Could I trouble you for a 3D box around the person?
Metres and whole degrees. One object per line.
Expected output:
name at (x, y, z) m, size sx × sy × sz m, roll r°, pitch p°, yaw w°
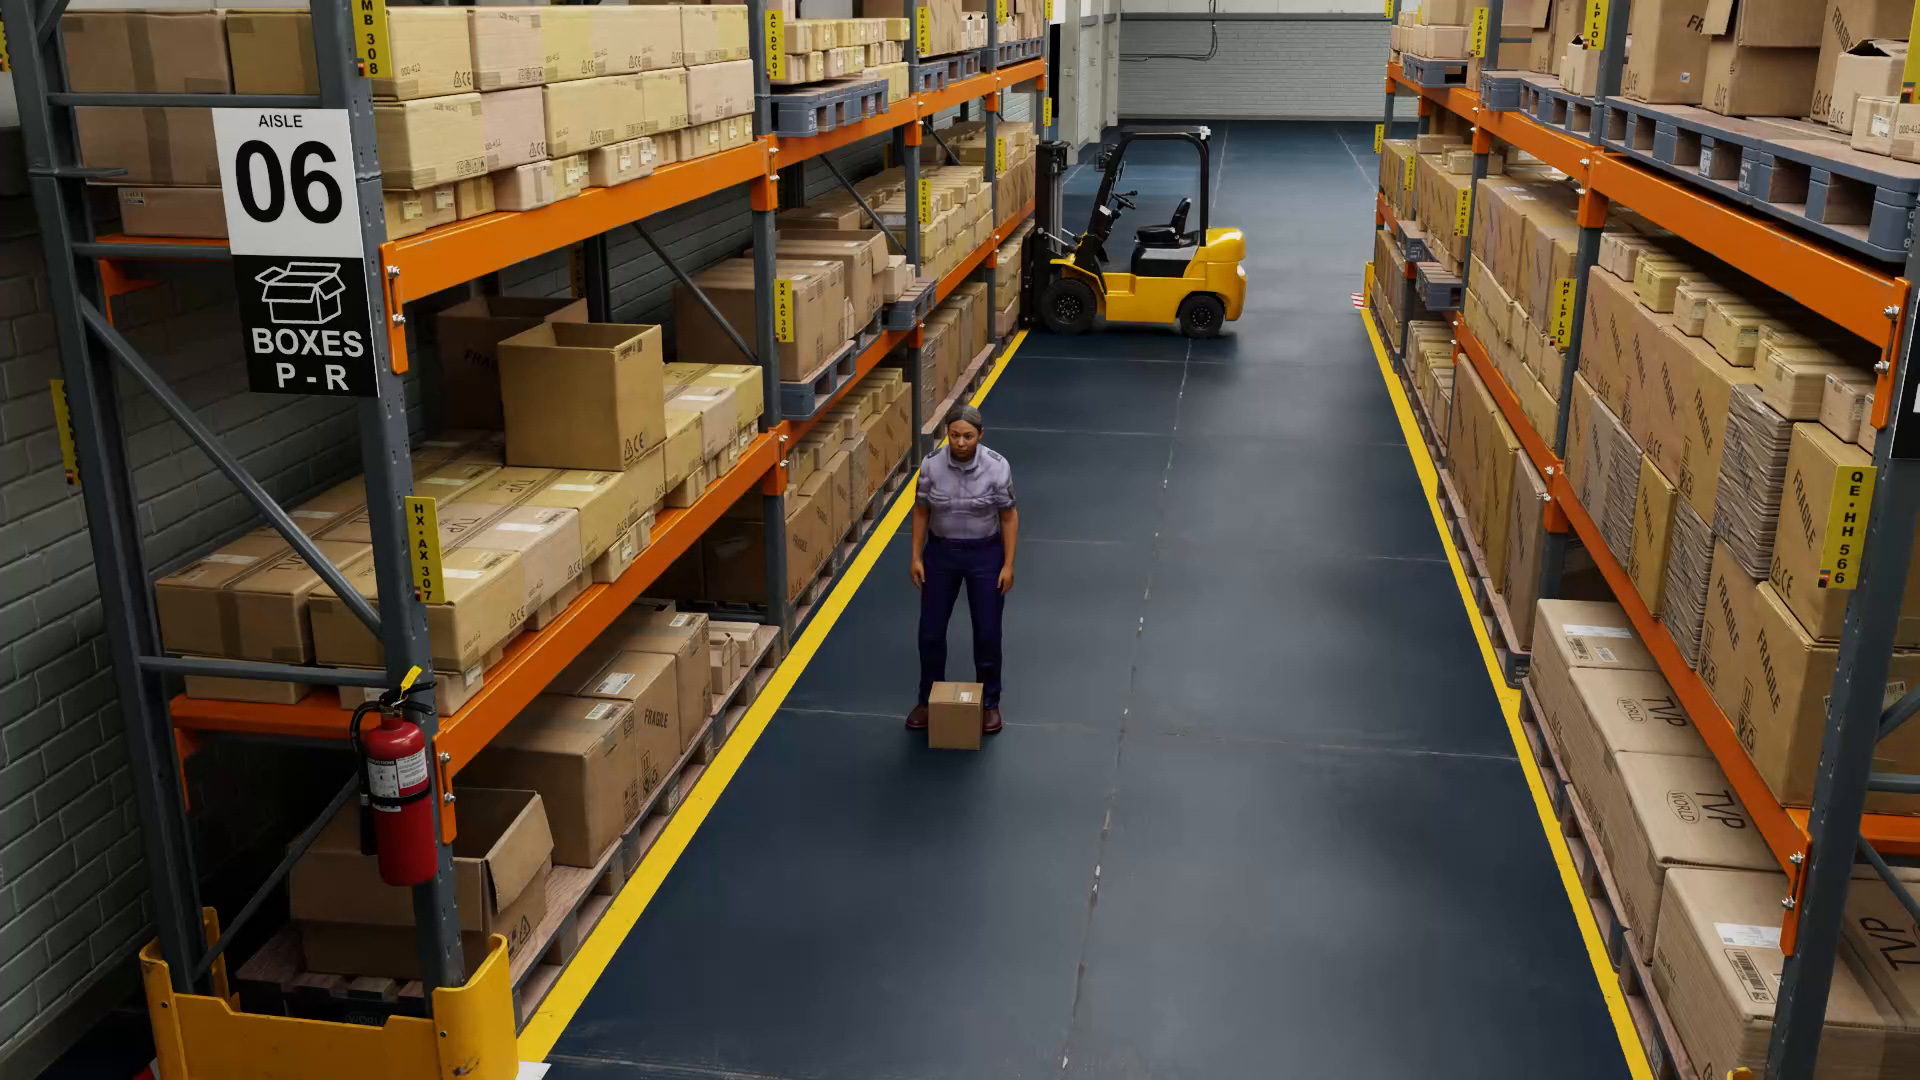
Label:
person at (0.011, 0.124, 8.184) m, size 0.538 × 1.652 × 0.371 m, roll 3°, pitch 18°, yaw 9°
